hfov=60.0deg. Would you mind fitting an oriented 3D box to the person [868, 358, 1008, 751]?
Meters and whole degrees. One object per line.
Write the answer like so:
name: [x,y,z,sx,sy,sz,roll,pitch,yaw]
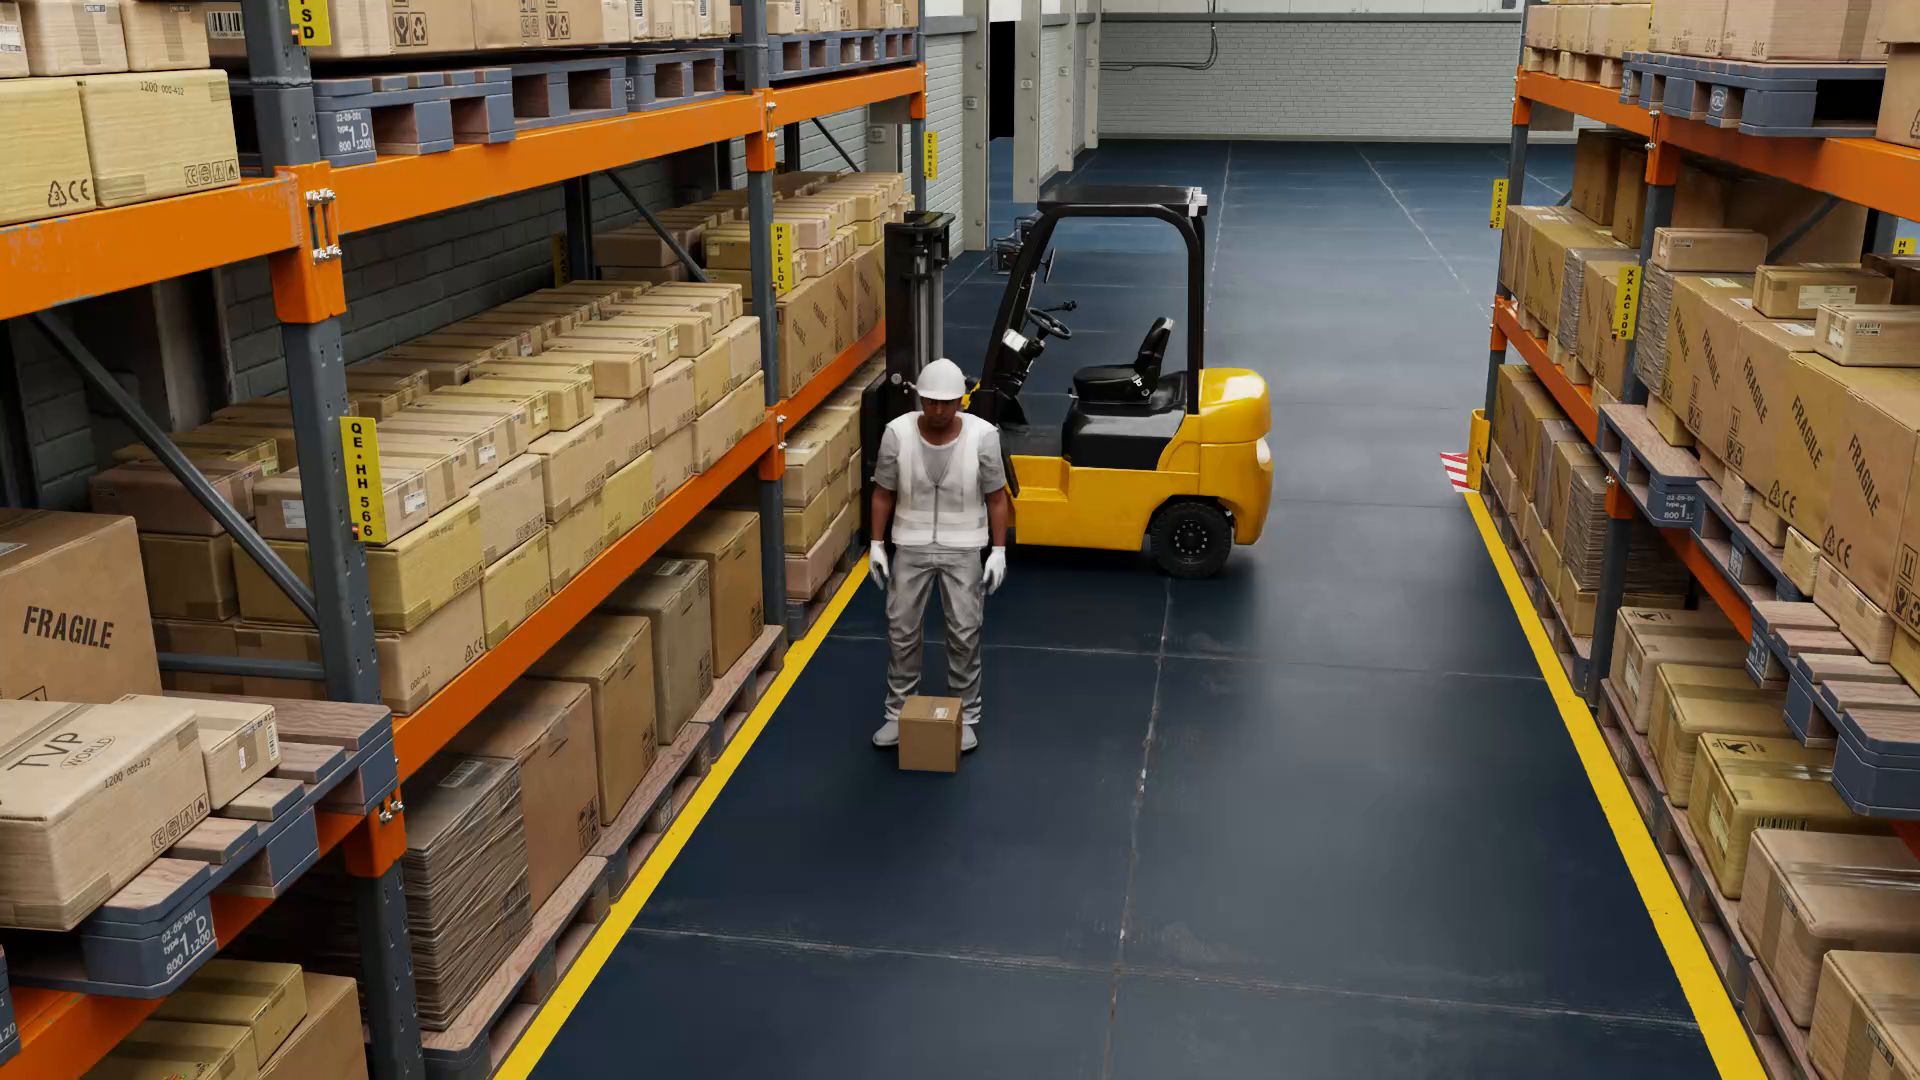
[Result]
person: [-0.100,0.063,7.341,0.617,1.772,0.452,2,18,6]
